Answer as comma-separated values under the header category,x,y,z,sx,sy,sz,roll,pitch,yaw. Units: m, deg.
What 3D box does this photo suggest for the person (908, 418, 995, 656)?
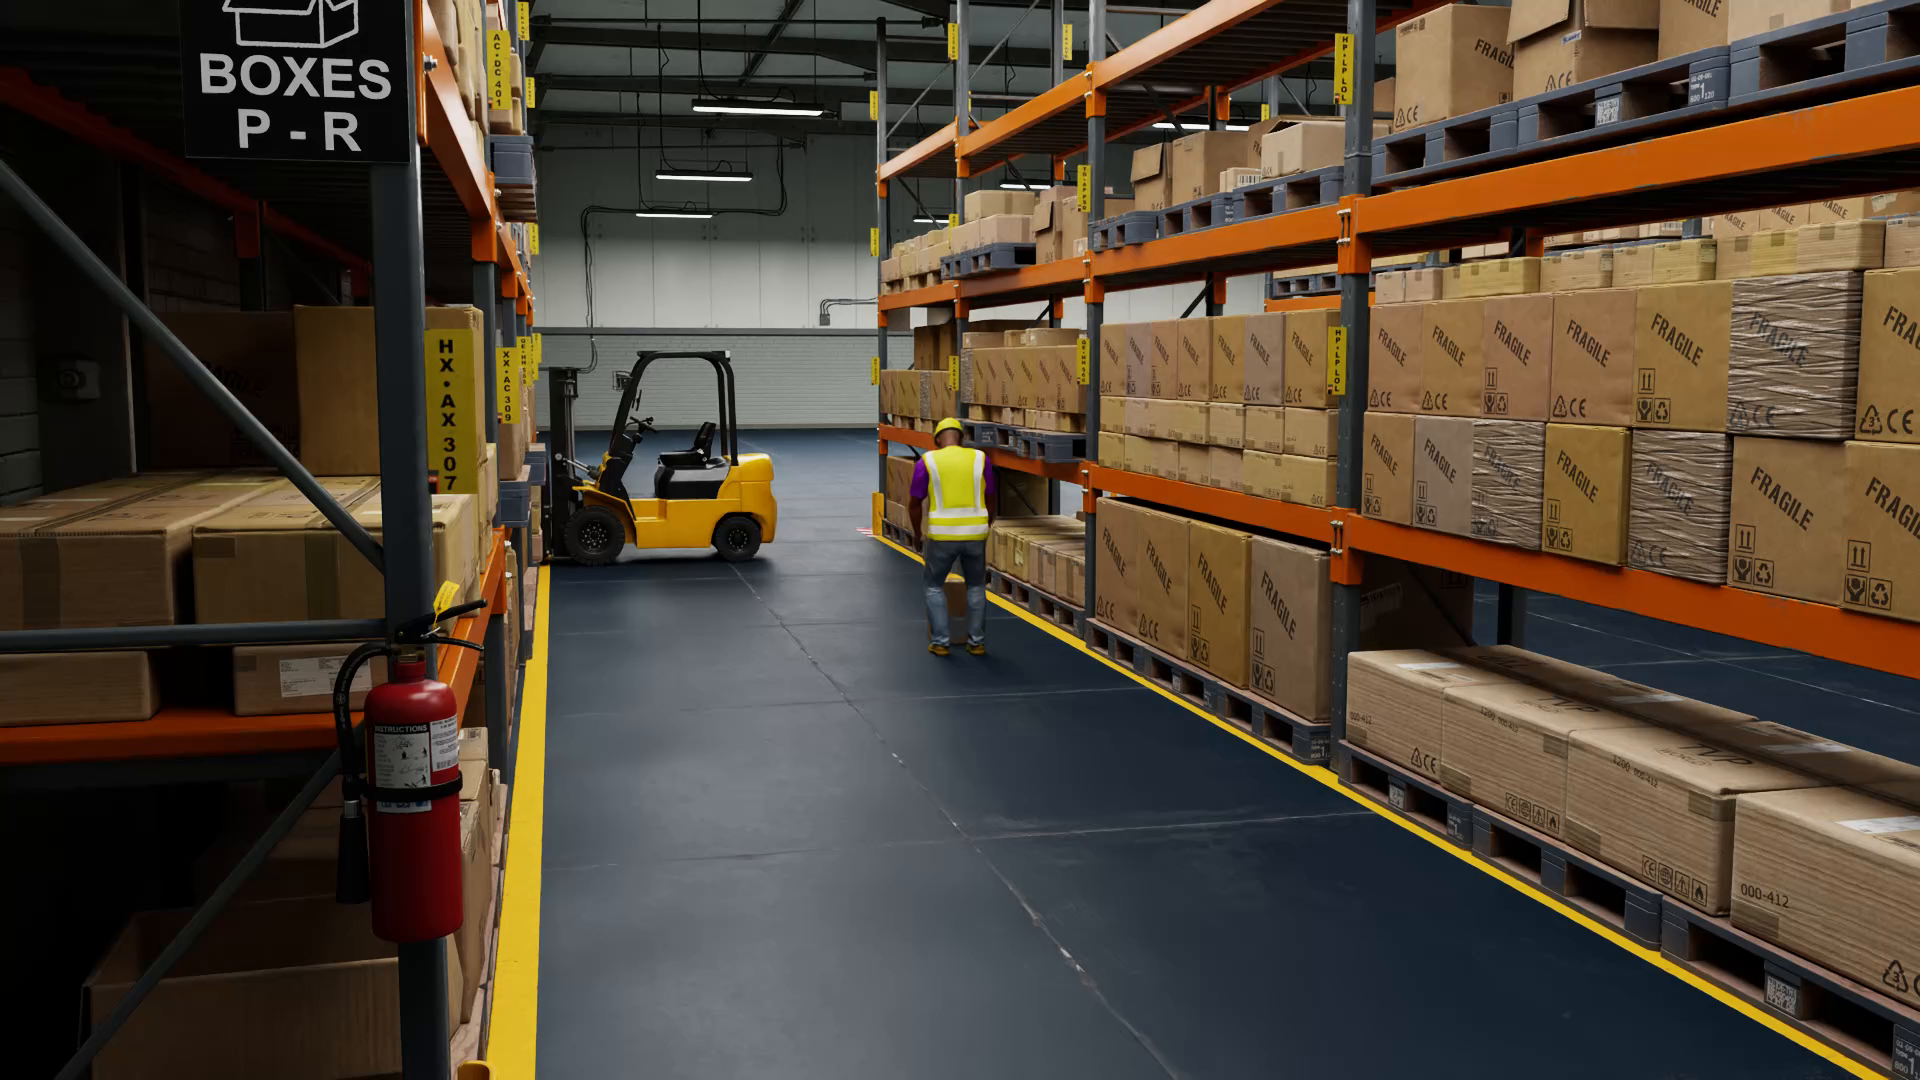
category,x,y,z,sx,sy,sz,roll,pitch,yaw
person,-0.056,-0.027,11.653,0.610,1.651,0.554,-1,6,-7
